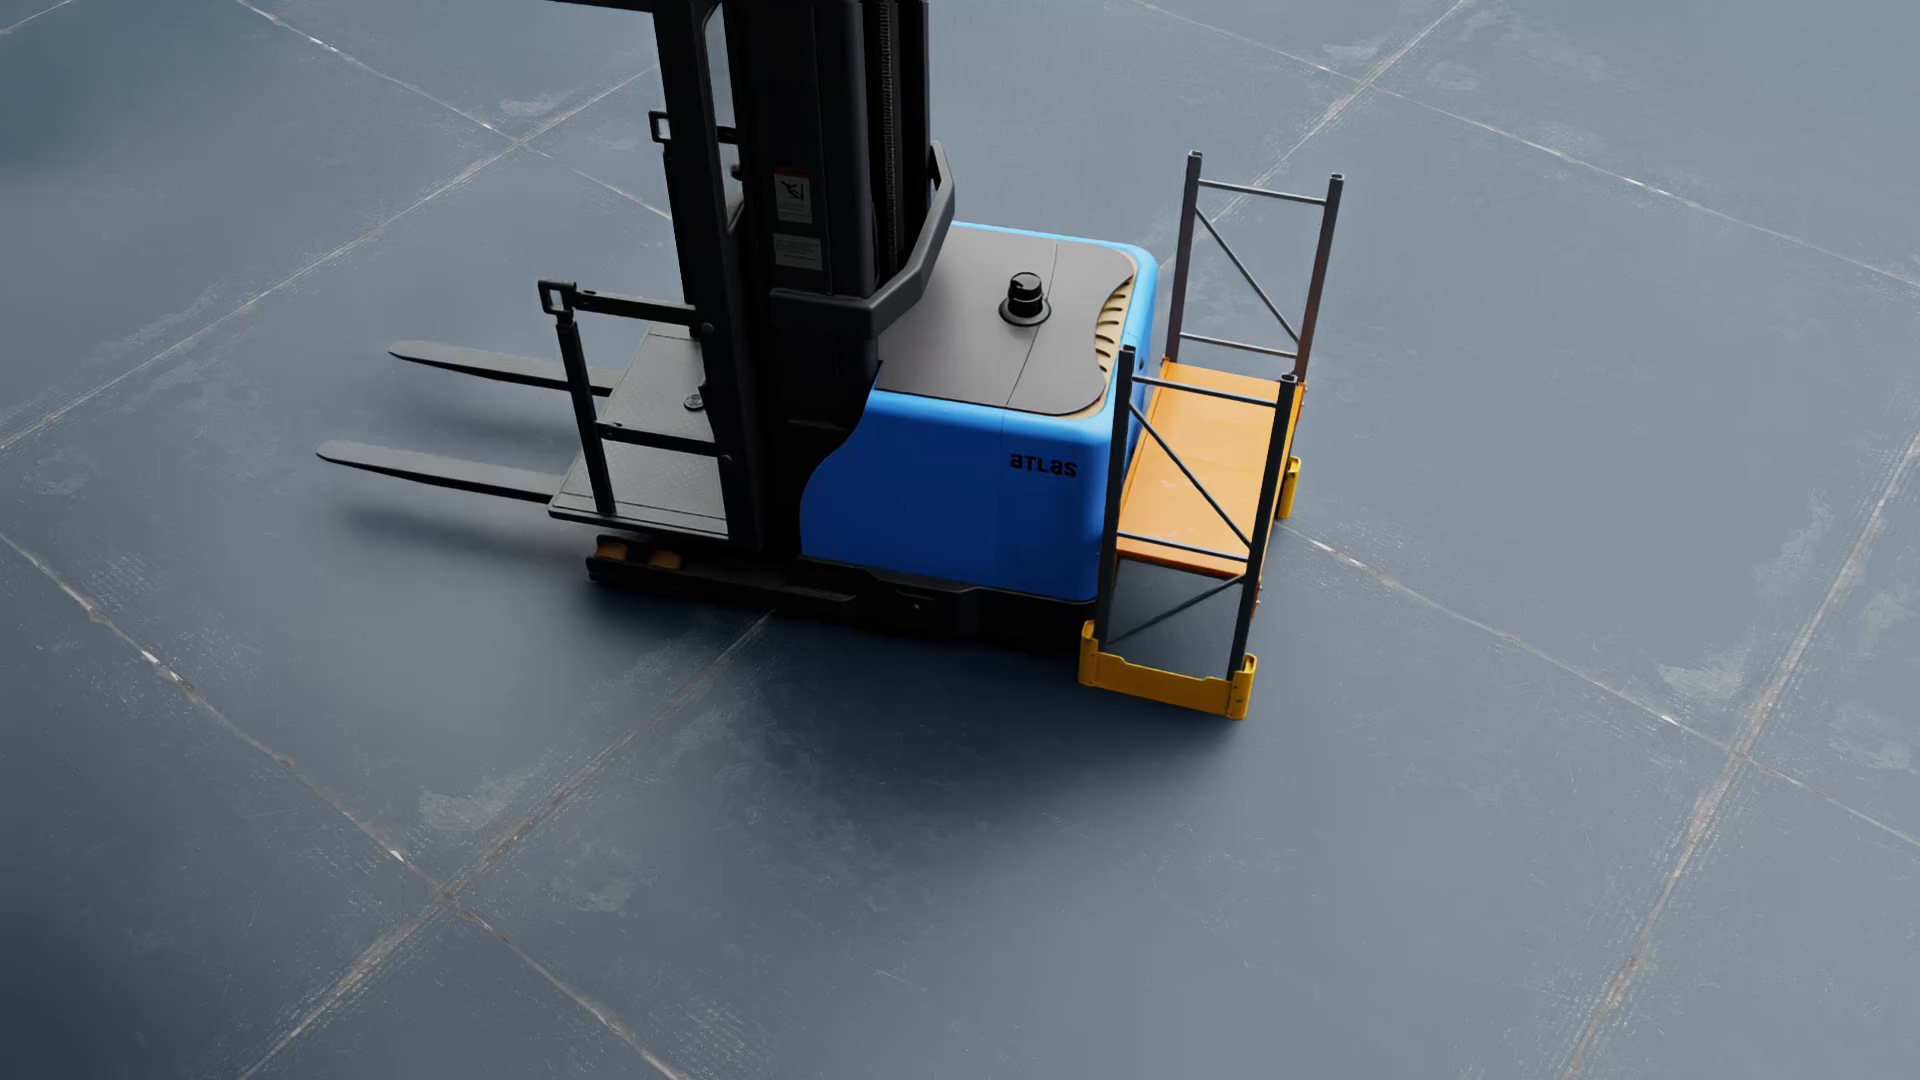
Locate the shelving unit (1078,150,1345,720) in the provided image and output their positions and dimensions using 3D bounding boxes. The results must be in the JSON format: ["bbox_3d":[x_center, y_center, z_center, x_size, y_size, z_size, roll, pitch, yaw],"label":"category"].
[{"bbox_3d":[0.839,-0.336,5.534,0.587,1.500,1.083,12,48,11],"label":"shelving unit"}]

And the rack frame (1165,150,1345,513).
[{"bbox_3d":[0.980,-0.682,5.864,0.500,1.500,0.032,12,48,11],"label":"rack frame"}]

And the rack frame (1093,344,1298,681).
[{"bbox_3d":[0.693,0.023,5.191,0.500,1.500,0.032,12,48,11],"label":"rack frame"}]

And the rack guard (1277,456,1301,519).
[{"bbox_3d":[0.980,-0.250,6.316,0.587,0.250,0.087,12,48,11],"label":"rack guard"}]

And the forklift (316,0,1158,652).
[{"bbox_3d":[-0.877,-1.178,5.348,3.031,2.935,1.130,9,47,9],"label":"forklift"}]

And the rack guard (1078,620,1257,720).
[{"bbox_3d":[0.698,0.441,5.656,0.587,0.250,0.087,12,48,11],"label":"rack guard"}]

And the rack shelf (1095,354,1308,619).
[{"bbox_3d":[0.836,-0.205,5.658,0.538,0.185,1.000,12,48,11],"label":"rack shelf"}]
